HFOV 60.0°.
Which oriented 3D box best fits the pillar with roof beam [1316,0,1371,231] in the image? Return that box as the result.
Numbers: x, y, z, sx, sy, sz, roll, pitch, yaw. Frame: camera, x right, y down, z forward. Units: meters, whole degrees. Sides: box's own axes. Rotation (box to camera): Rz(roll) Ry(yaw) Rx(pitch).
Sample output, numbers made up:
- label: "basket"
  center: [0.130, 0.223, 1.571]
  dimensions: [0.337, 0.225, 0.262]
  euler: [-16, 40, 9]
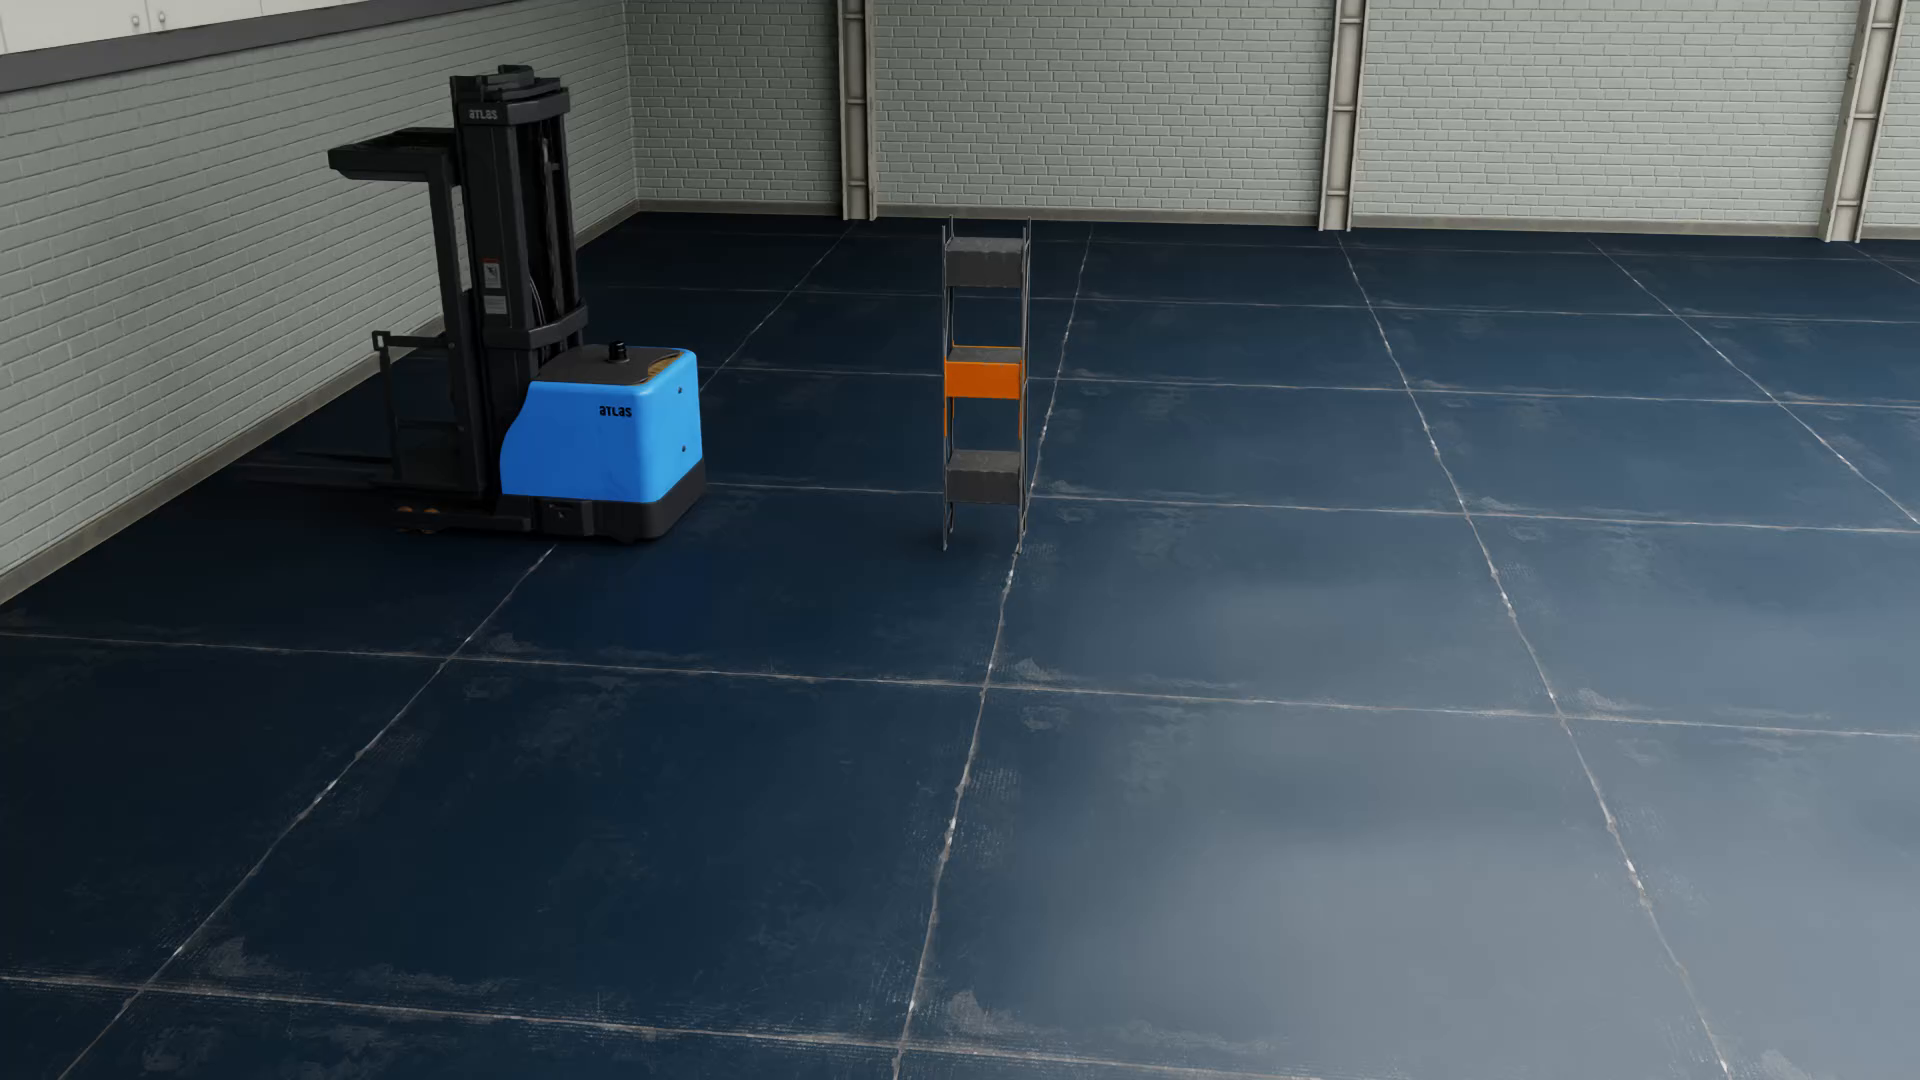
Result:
- label: "pillar with roof beam"
  center: [4.163, -6.508, 15.162]
  dimensions: [0.400, 9.000, 9.100]
  euler: [2, 22, 6]

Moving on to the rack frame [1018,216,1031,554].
- label: "rack frame"
  center: [0.407, -0.959, 10.509]
  dimensions: [0.015, 2.100, 0.400]
  euler: [2, 22, 6]

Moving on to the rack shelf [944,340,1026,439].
- label: "rack shelf"
  center: [0.164, -0.957, 10.541]
  dimensions: [0.480, 0.518, 0.431]
  euler: [2, 22, 6]

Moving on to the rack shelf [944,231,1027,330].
- label: "rack shelf"
  center: [0.164, -1.608, 10.283]
  dimensions: [0.480, 0.518, 0.431]
  euler: [2, 22, 6]

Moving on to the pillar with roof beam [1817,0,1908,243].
- label: "pillar with roof beam"
  center: [10.121, -6.248, 14.505]
  dimensions: [0.400, 9.000, 9.100]
  euler: [2, 22, 6]

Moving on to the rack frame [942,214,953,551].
- label: "rack frame"
  center: [-0.078, -0.980, 10.562]
  dimensions: [0.015, 2.100, 0.400]
  euler: [2, 22, 6]

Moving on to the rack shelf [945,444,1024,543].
- label: "rack shelf"
  center: [0.164, -0.306, 10.798]
  dimensions: [0.480, 0.518, 0.431]
  euler: [2, 22, 6]

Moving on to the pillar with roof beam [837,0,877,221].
- label: "pillar with roof beam"
  center: [-1.796, -6.768, 15.818]
  dimensions: [0.400, 9.000, 9.100]
  euler: [2, 22, 6]

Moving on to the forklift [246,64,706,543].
- label: "forklift"
  center: [-3.341, -1.589, 10.972]
  dimensions: [3.031, 2.935, 1.130]
  euler: [4, 22, 10]

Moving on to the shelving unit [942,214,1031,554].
- label: "shelving unit"
  center: [0.164, -0.969, 10.536]
  dimensions: [0.503, 2.100, 0.431]
  euler: [2, 22, 6]
